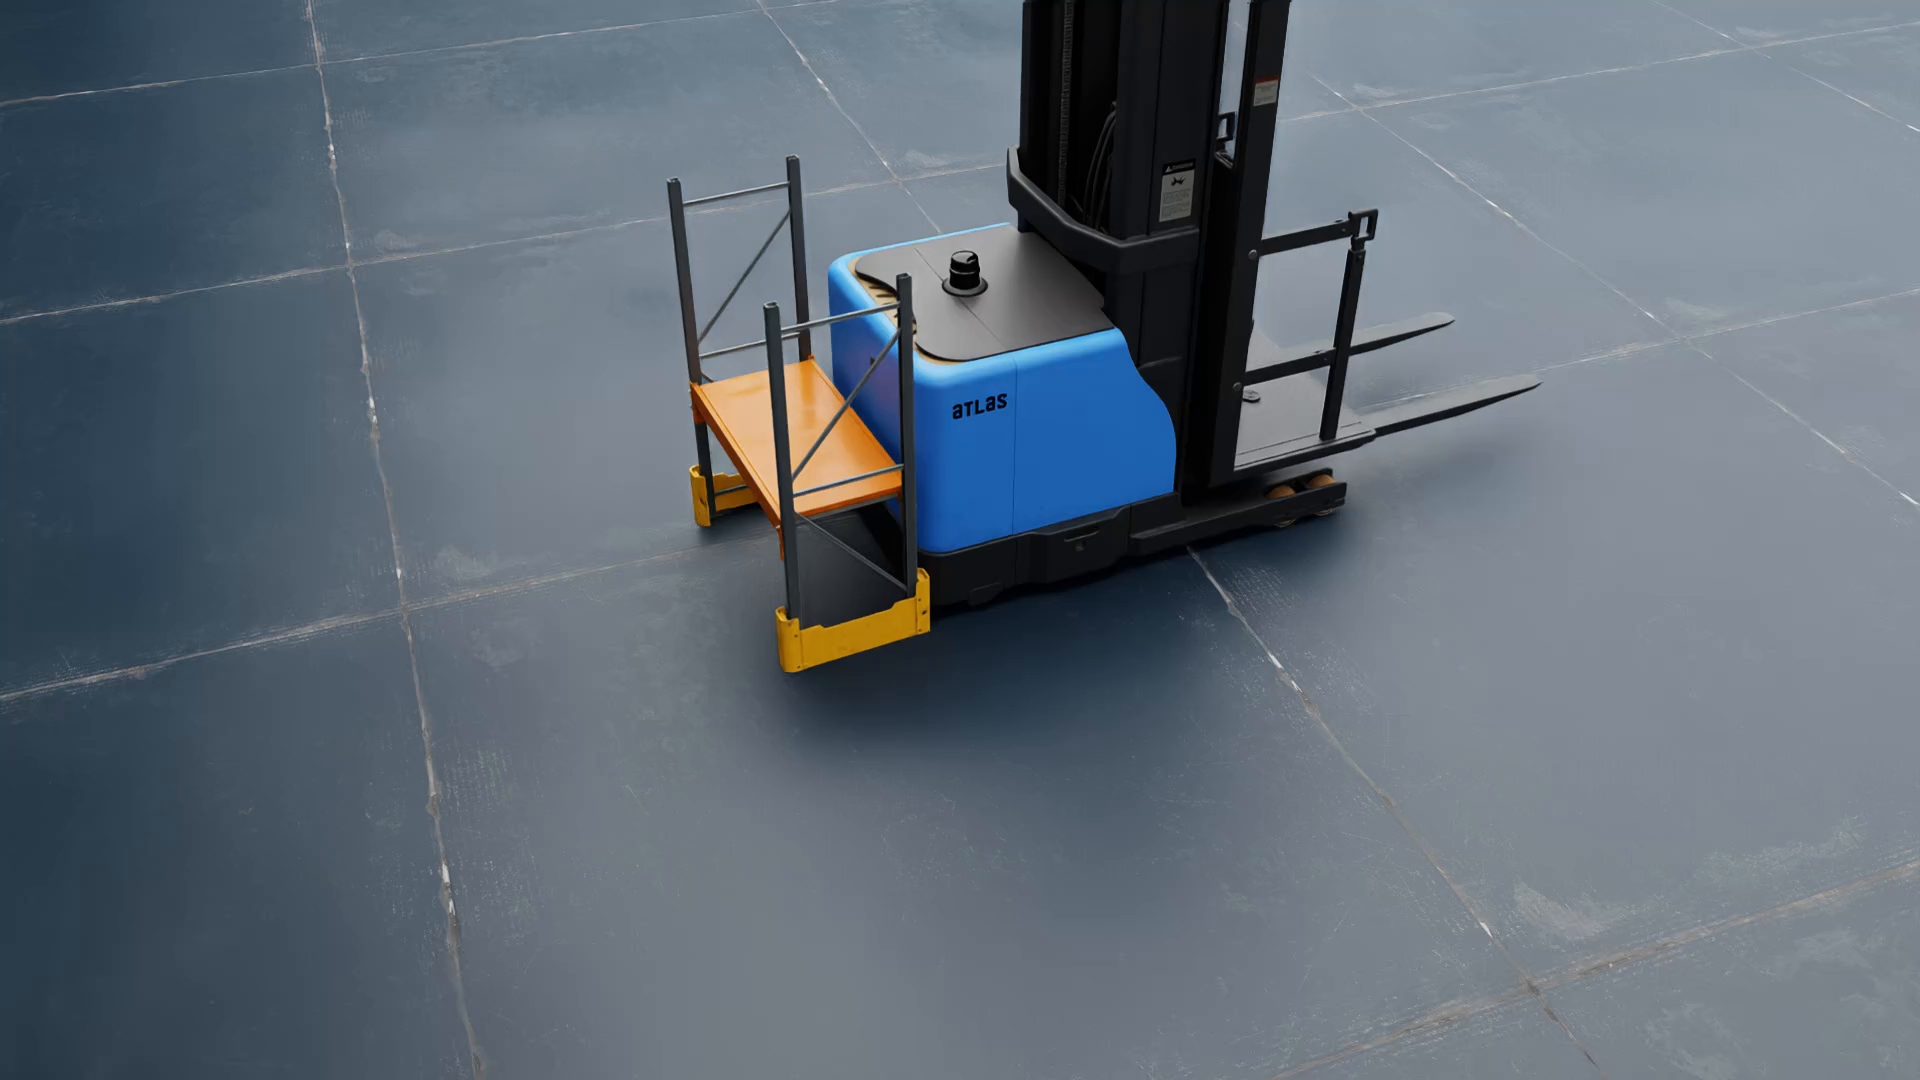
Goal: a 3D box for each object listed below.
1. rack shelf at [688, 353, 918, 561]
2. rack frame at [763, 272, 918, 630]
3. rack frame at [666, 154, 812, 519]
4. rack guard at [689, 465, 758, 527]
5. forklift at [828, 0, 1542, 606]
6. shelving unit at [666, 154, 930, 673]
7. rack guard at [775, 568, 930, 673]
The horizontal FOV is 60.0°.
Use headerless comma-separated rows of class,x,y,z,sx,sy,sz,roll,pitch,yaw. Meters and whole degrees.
rack shelf,-0.607,-0.335,6.247,0.538,0.185,1.000,-16,40,-20
rack frame,-0.389,-0.202,5.772,0.500,1.500,0.032,-16,40,-20
rack frame,-0.824,-0.755,6.506,0.500,1.500,0.032,-16,40,-20
rack guard,-0.816,-0.245,6.868,0.587,0.250,0.087,-16,40,-20
forklift,1.038,-1.501,6.306,3.031,2.935,1.130,-15,39,-19
shelving unit,-0.603,-0.474,6.133,0.587,1.500,1.083,-16,40,-20
rack guard,-0.389,0.296,6.149,0.587,0.250,0.087,-16,40,-20
